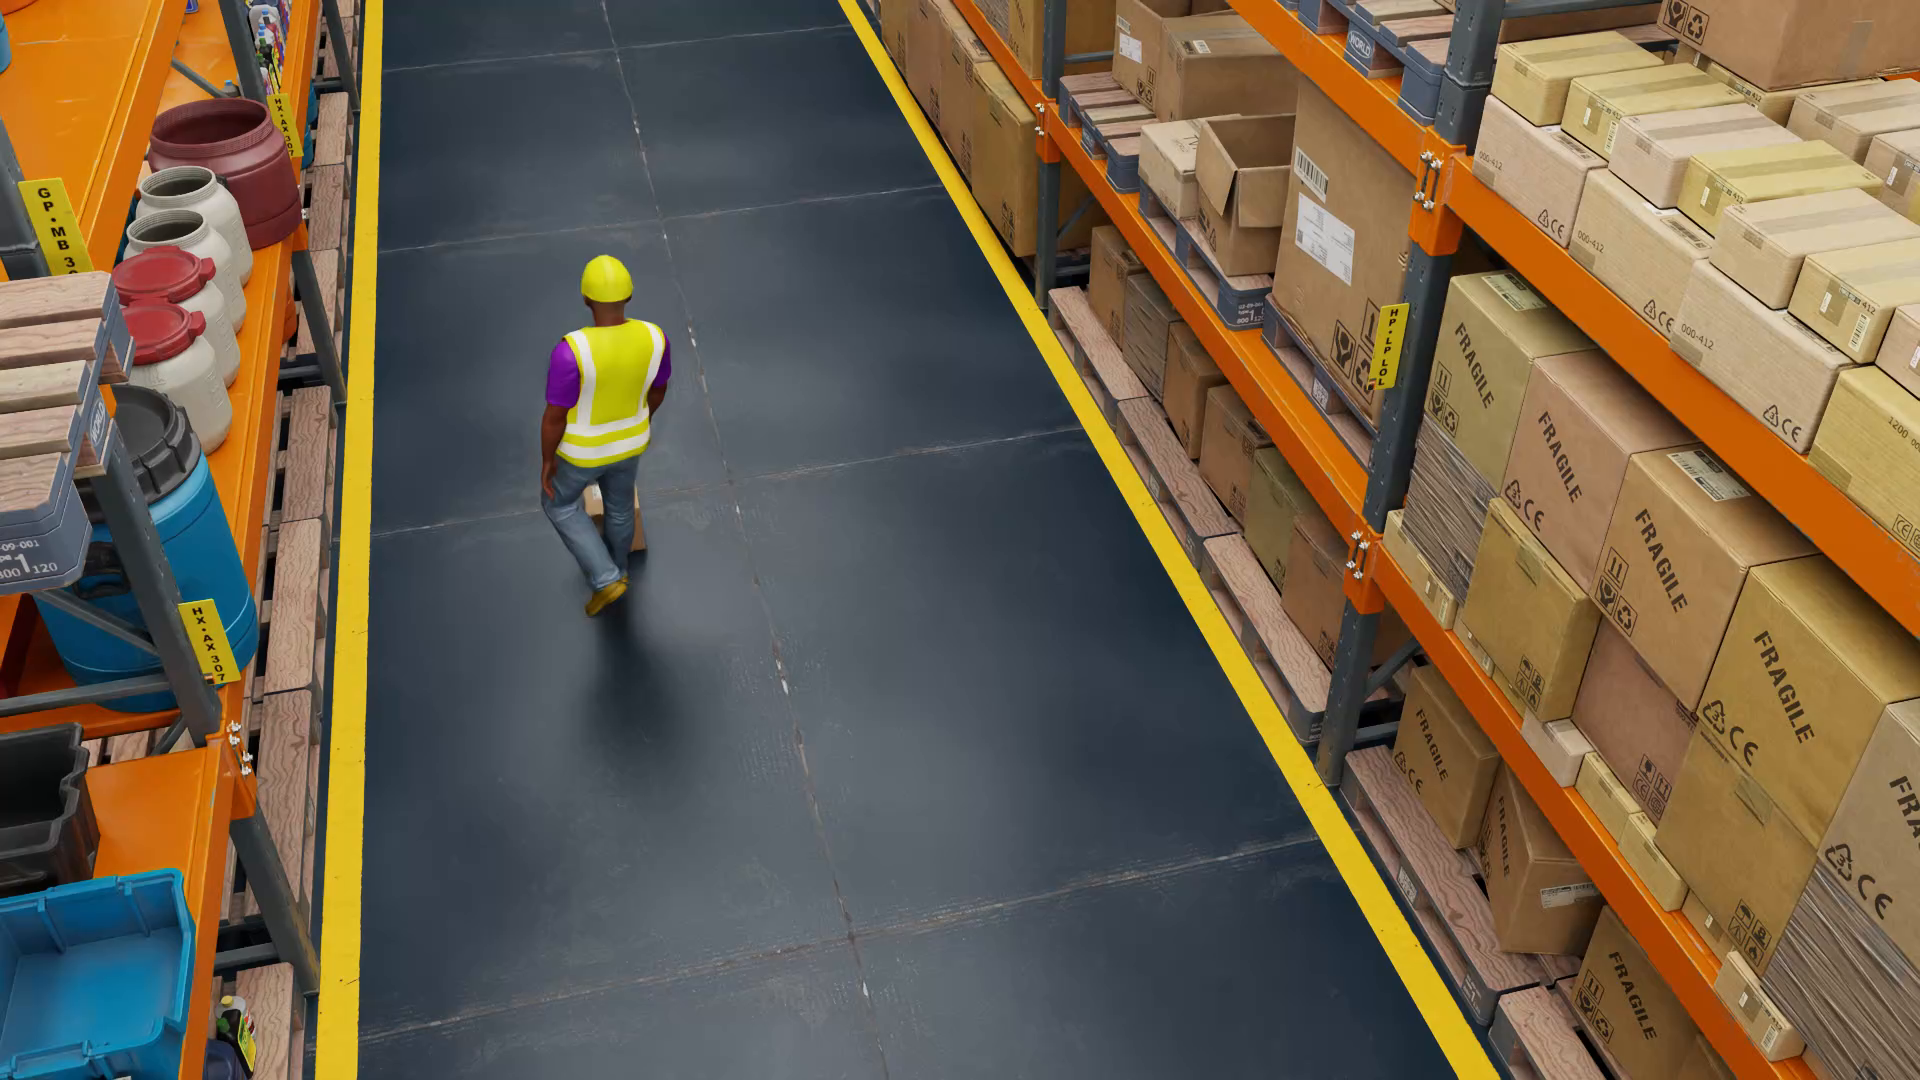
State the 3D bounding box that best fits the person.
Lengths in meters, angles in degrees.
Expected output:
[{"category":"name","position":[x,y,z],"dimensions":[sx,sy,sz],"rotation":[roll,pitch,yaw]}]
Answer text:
[{"category":"person","position":[-1.592,-0.465,7.278],"dimensions":[0.663,1.759,0.618],"rotation":[-23,43,-26]}]
